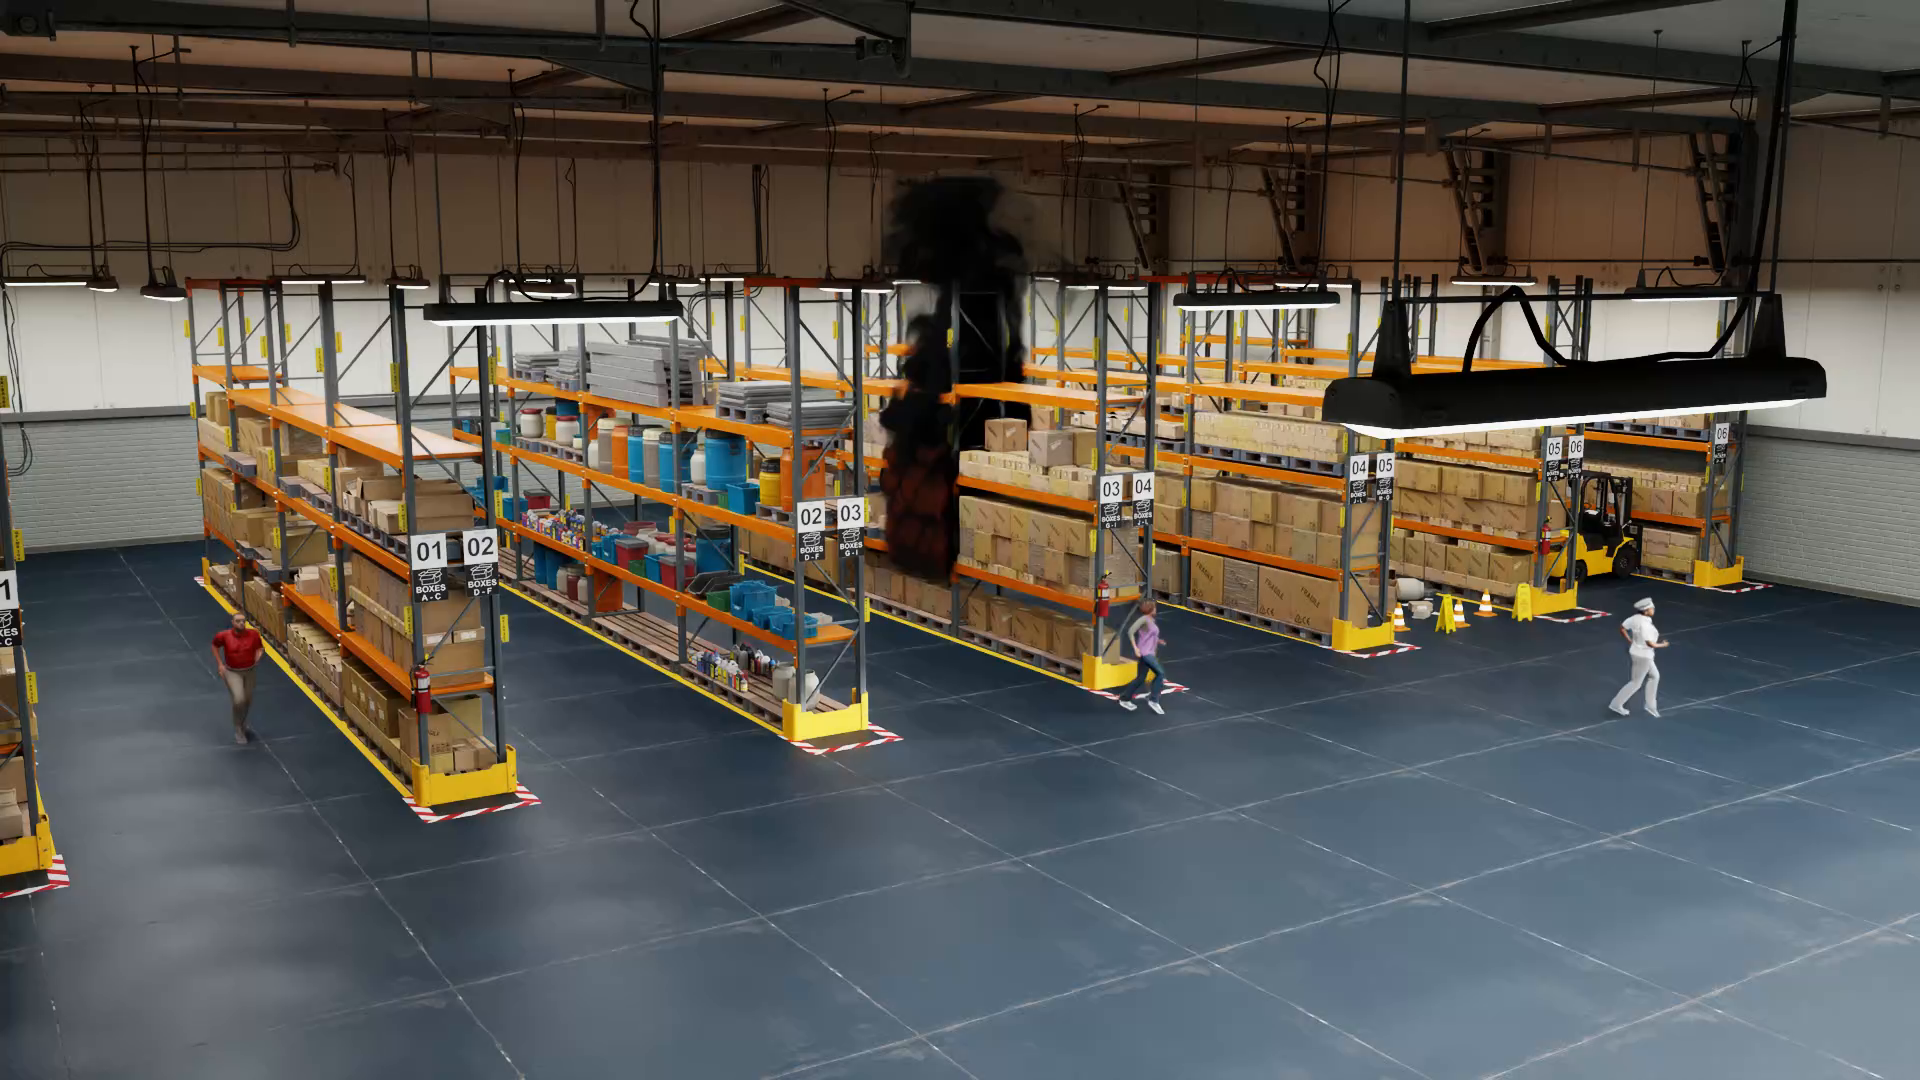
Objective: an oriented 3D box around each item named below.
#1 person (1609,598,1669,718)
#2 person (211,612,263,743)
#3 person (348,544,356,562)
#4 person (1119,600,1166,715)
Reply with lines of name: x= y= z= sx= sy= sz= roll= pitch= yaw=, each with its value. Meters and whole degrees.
person: x=9.463 y=1.655 z=23.164 sx=0.759 sy=1.750 sz=0.581 roll=1 pitch=10 yaw=8
person: x=-9.579 y=1.823 z=22.172 sx=0.573 sy=1.777 sz=0.867 roll=-9 pitch=13 yaw=-43
person: x=-11.848 y=0.084 z=32.606 sx=0.566 sy=1.675 sz=0.904 roll=-7 pitch=12 yaw=-36
person: x=2.606 y=1.635 z=23.554 sx=0.660 sy=1.574 sz=0.549 roll=2 pitch=10 yaw=14
